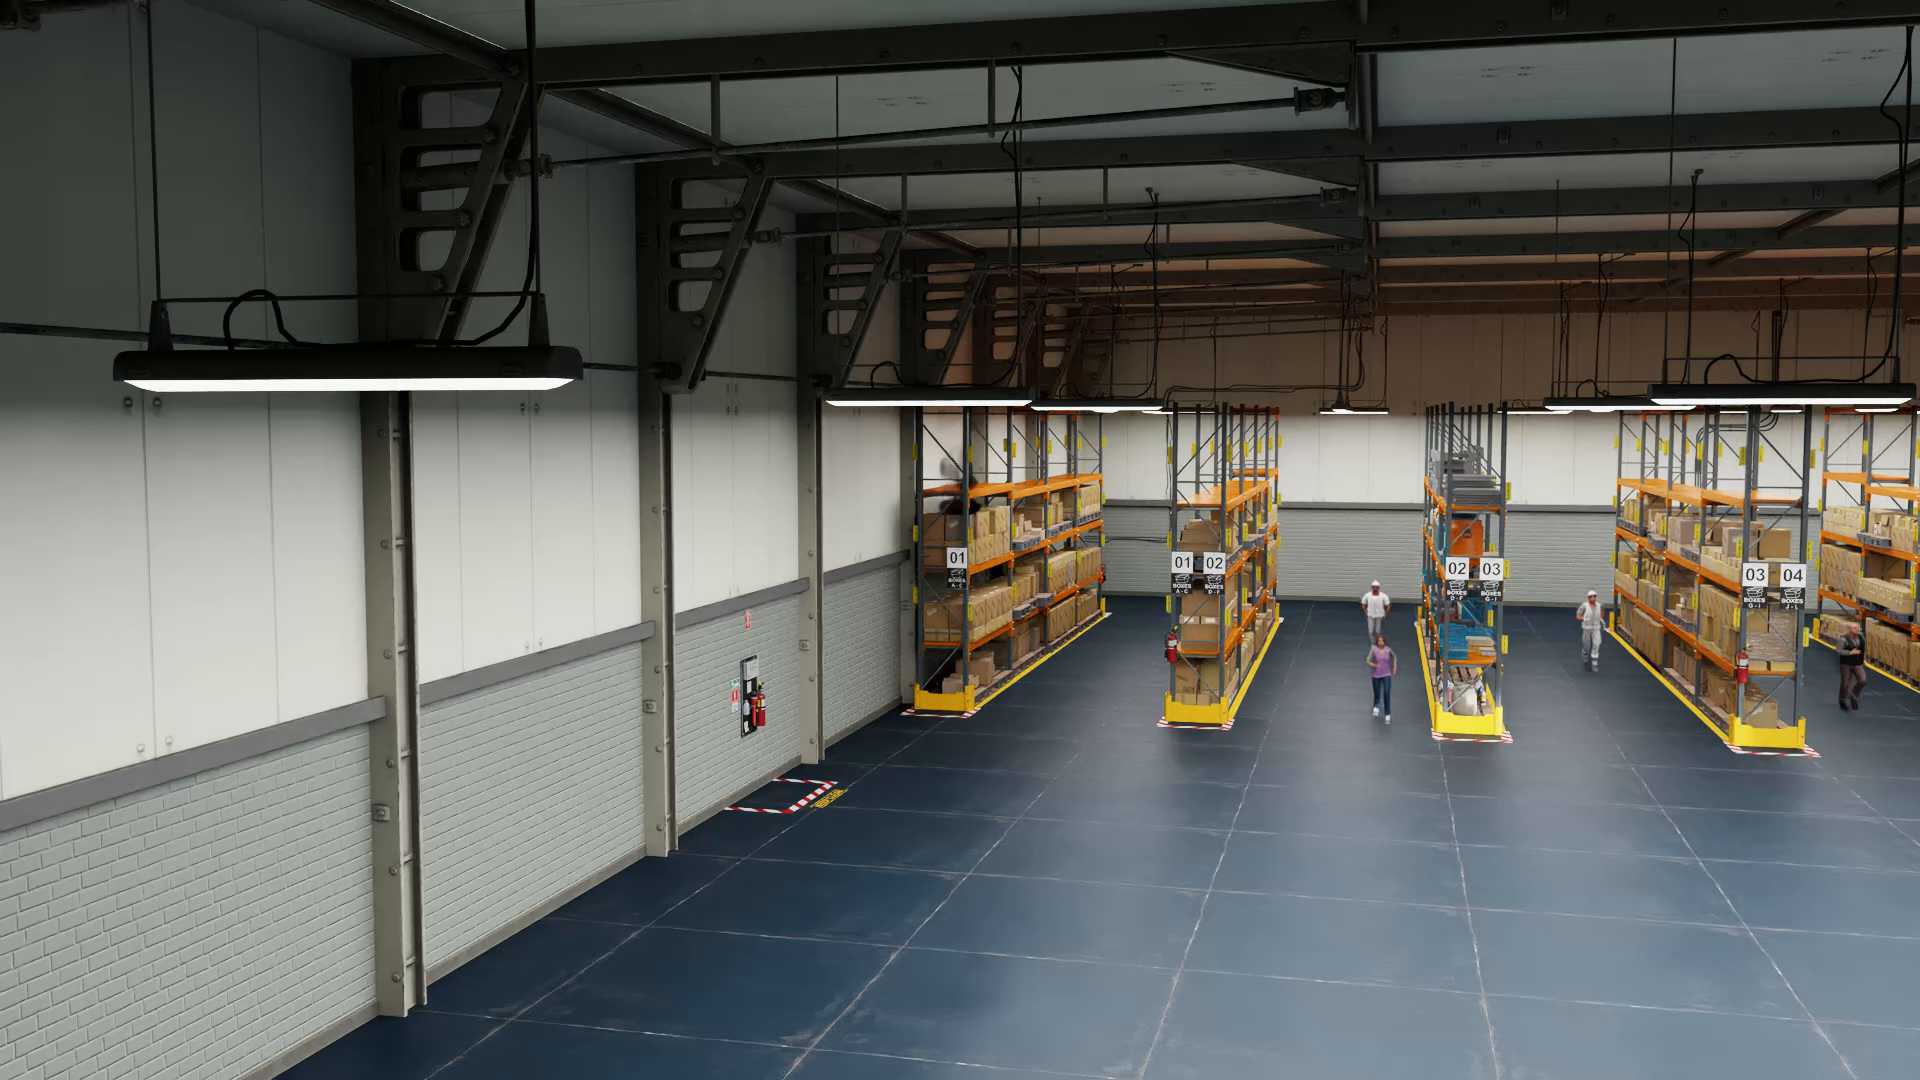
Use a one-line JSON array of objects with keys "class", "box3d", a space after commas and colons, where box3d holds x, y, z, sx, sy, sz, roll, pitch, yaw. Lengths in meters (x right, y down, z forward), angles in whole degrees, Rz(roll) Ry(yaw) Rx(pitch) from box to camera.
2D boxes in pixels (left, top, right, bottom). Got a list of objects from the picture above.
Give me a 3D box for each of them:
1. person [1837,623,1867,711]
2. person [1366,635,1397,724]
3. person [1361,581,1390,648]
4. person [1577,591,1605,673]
[{"class": "person", "box3d": [17.442, 2.464, 32.510, 0.683, 1.712, 0.807, 0, 4, 1]}, {"class": "person", "box3d": [7.930, 2.590, 31.324, 0.577, 1.626, 0.813, 1, 4, 11]}, {"class": "person", "box3d": [10.163, 1.864, 40.710, 0.702, 1.726, 0.598, 2, 4, 20]}, {"class": "person", "box3d": [14.299, 2.045, 37.684, 0.655, 1.811, 0.991, 1, 4, 9]}]
